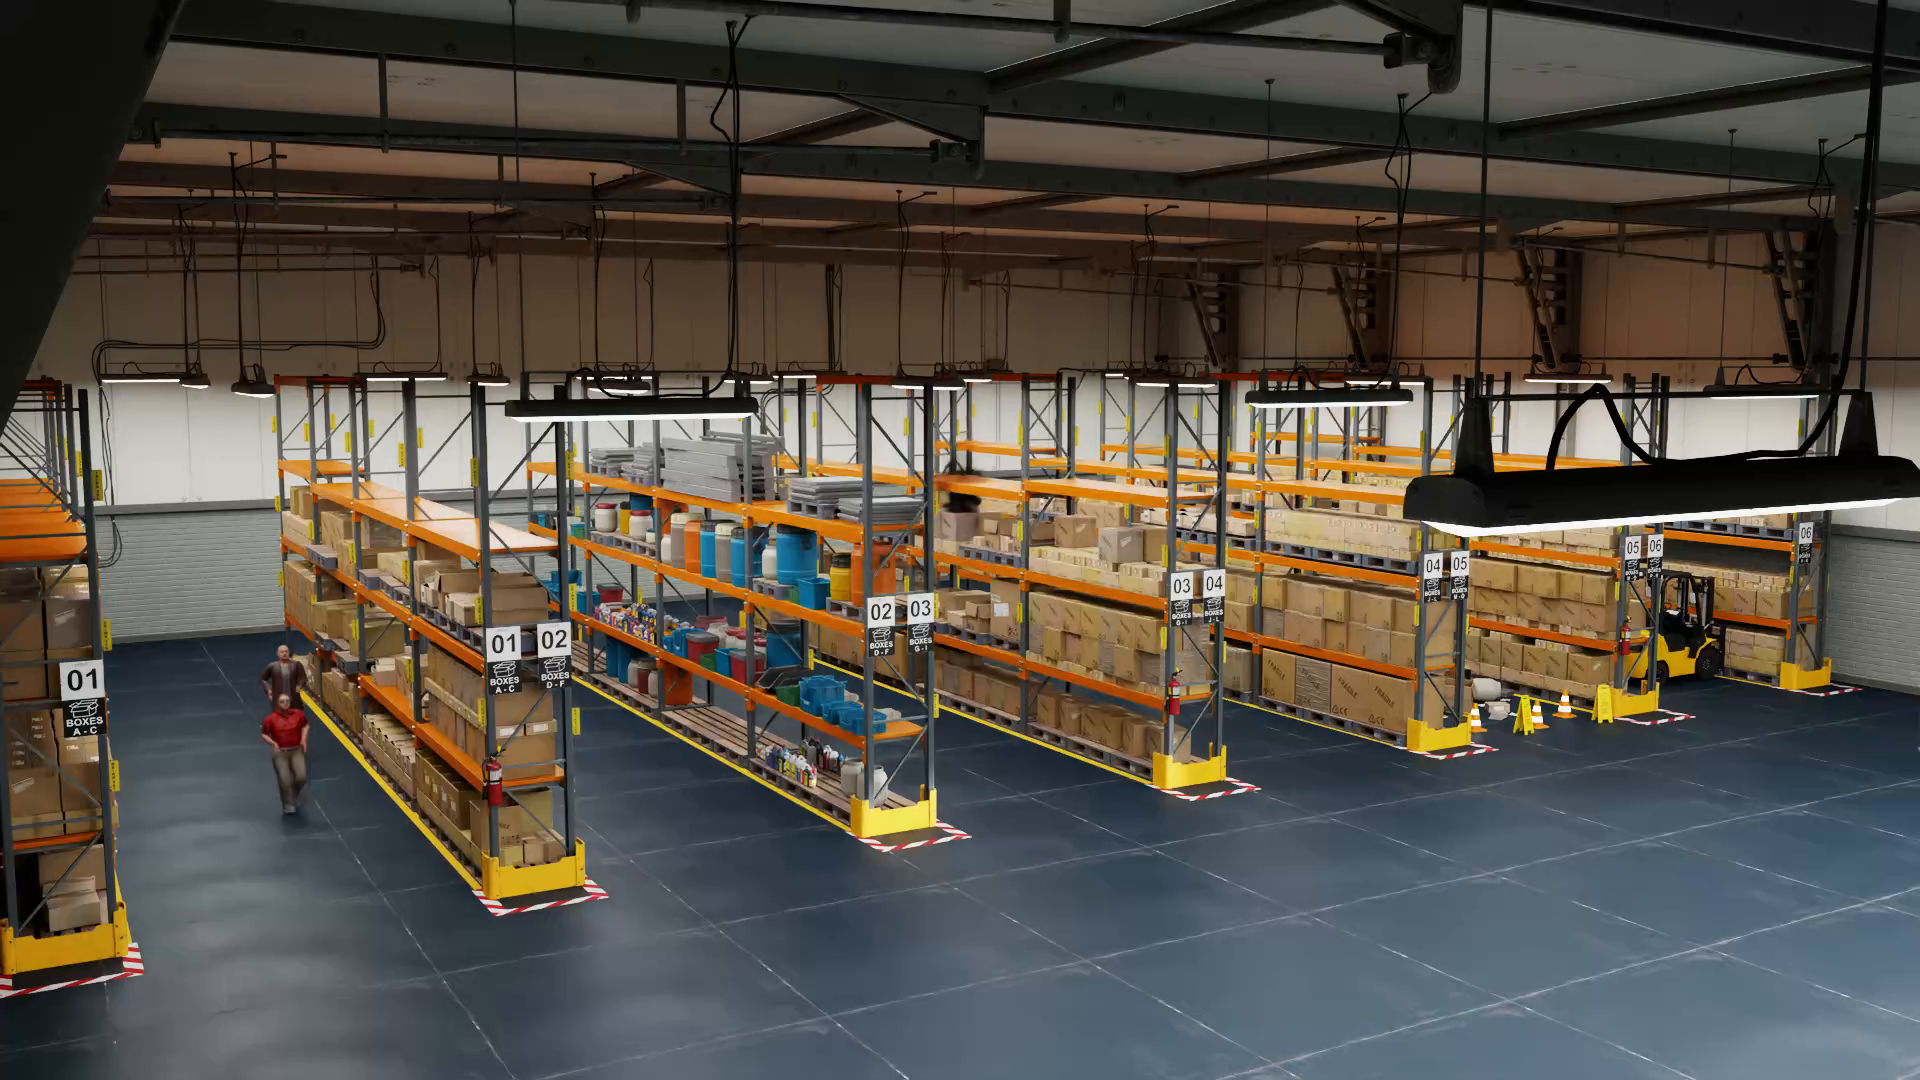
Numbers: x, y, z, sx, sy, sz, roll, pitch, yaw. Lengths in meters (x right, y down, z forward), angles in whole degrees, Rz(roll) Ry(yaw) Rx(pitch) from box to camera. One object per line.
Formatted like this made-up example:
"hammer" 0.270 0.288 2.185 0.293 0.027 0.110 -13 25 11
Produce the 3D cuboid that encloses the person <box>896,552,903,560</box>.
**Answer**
"person" -1.626 1.048 41.221 0.791 1.637 0.539 4 7 31

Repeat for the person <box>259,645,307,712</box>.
"person" -10.822 2.553 26.663 0.715 1.735 0.762 -4 7 -31

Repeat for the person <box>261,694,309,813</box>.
"person" -9.311 2.968 23.059 0.638 1.681 0.564 -4 7 -31
